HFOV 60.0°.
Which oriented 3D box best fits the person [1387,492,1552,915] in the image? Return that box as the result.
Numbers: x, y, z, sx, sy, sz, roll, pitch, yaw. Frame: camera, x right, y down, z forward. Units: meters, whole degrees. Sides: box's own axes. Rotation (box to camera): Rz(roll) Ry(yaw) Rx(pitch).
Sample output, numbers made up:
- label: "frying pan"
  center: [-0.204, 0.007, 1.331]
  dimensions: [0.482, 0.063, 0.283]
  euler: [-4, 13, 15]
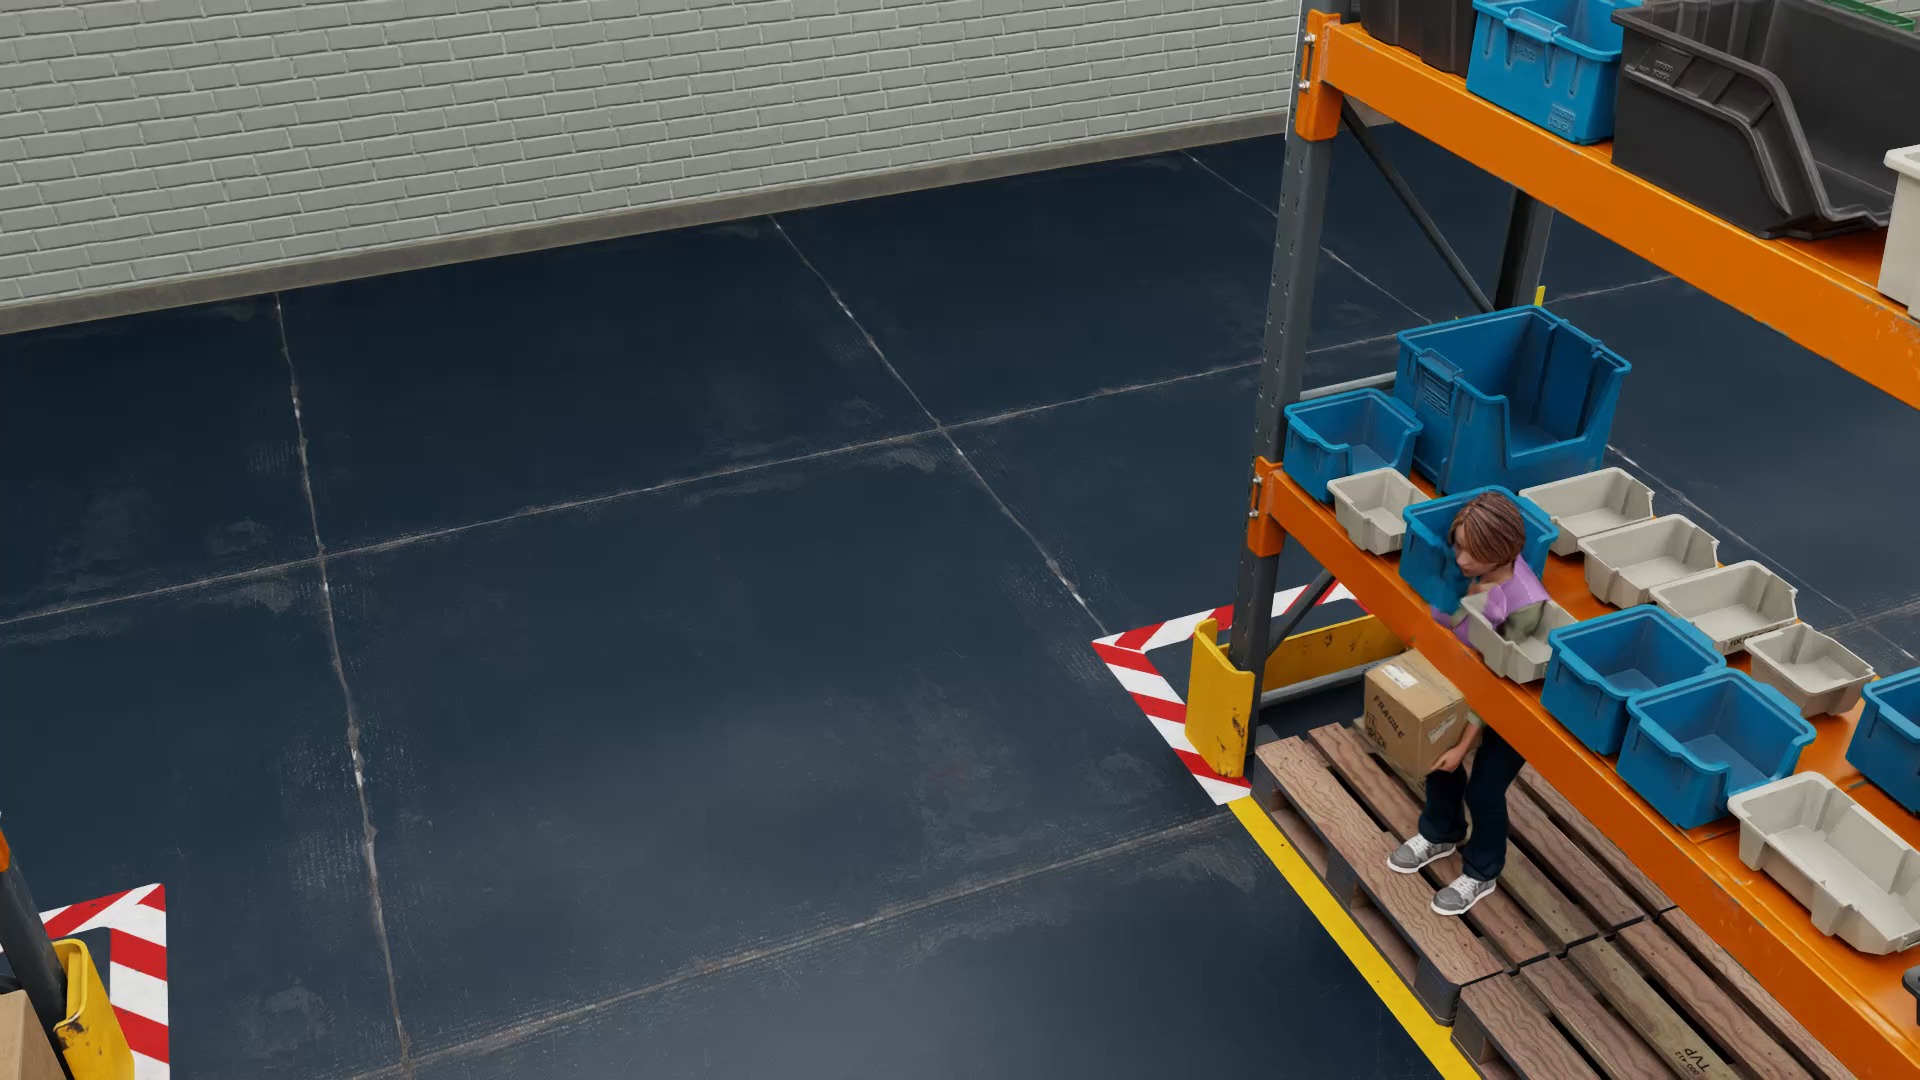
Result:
- label: "person"
  center: [1.558, 0.499, 5.079]
  dimensions: [0.524, 1.555, 0.372]
  euler: [-17, 38, -24]
